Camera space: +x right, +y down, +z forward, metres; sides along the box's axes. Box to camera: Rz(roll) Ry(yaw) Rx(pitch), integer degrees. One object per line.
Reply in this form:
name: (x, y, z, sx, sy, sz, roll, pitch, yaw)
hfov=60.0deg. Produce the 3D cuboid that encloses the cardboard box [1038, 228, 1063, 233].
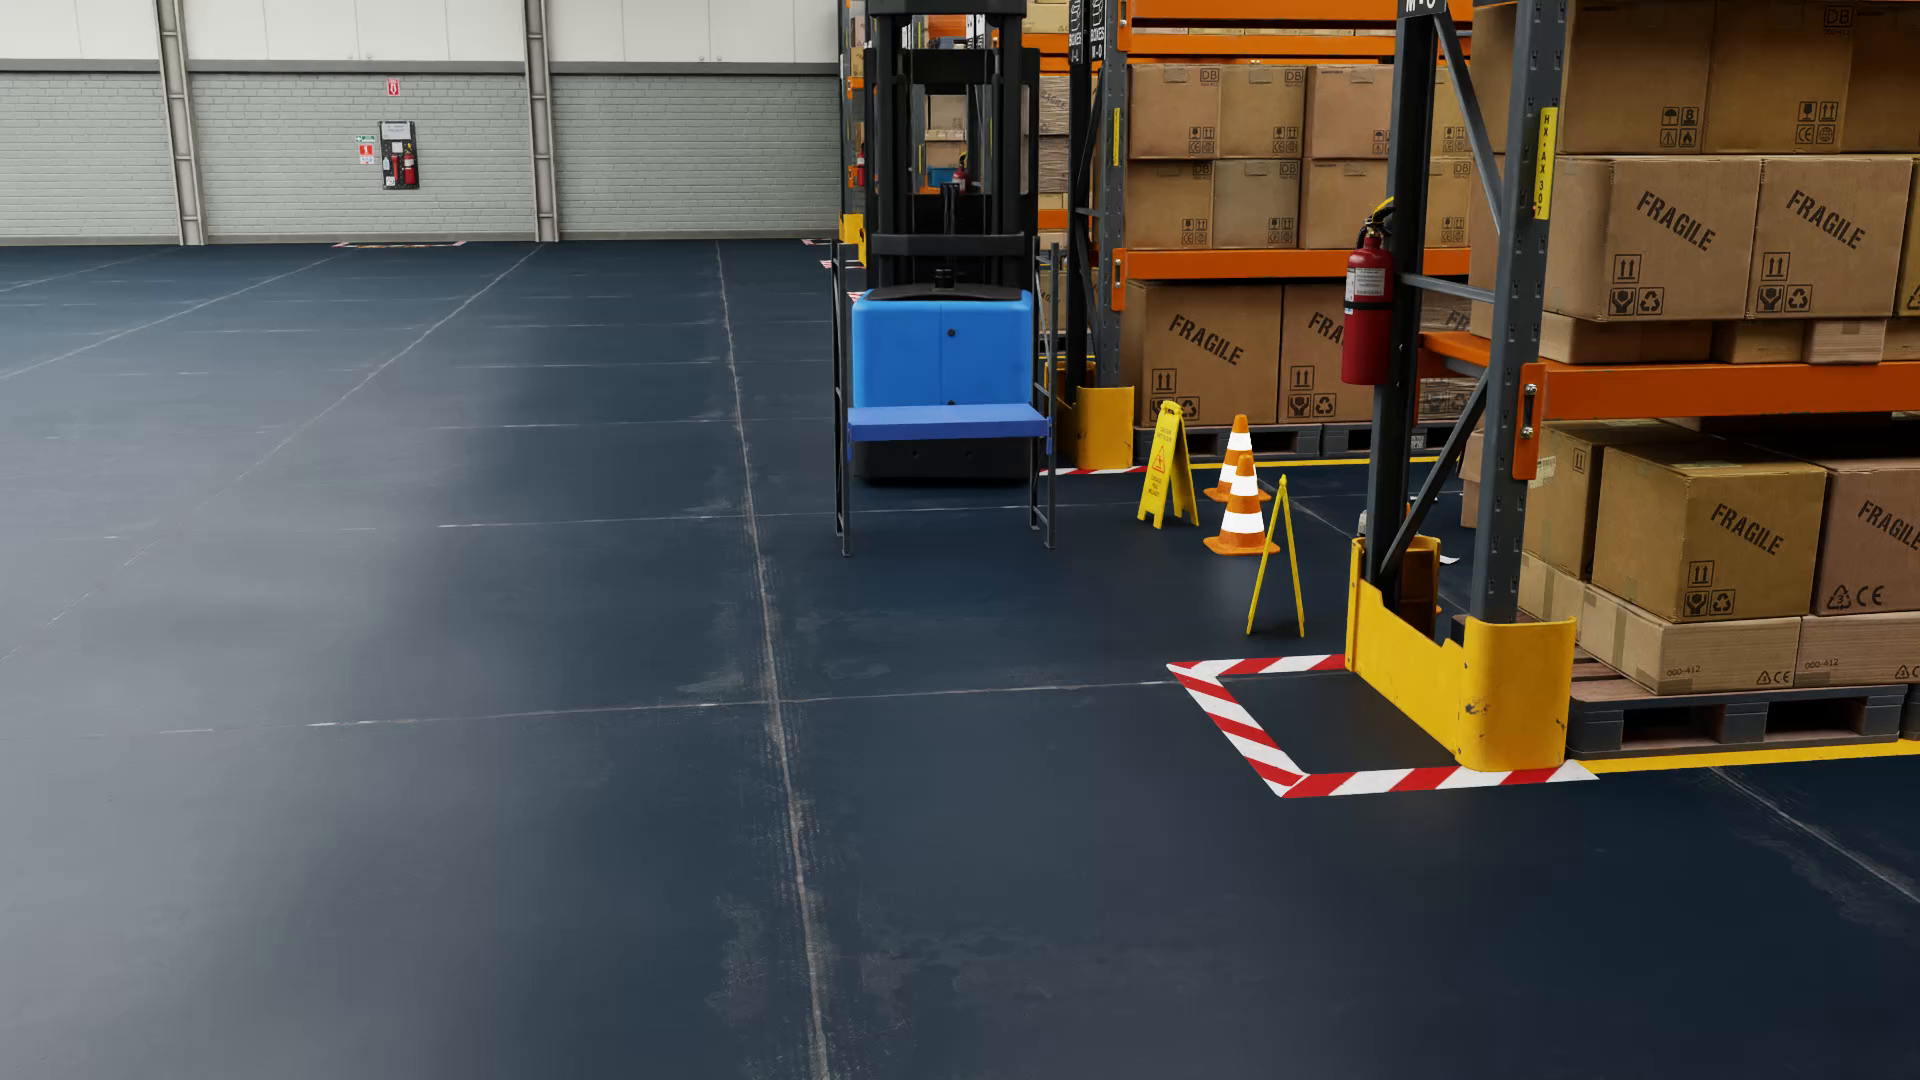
cardboard box: (1.263, -4.882, 24.979, 0.500, 0.500, 0.500, -2, 14, -8)

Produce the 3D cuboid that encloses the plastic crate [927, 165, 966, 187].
plastic crate: (-0.092, -4.433, 20.248, 0.616, 0.251, 0.499, -2, 14, -8)

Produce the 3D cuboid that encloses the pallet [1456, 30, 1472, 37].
pallet: (4.778, -4.729, 15.343, 1.003, 0.211, 1.213, -2, 14, -8)

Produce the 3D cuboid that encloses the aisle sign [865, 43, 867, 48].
aisle sign: (-1.385, -6.936, 24.578, 0.004, 0.787, 0.394, -2, 14, -8)

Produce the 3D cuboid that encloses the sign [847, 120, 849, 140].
sign: (-1.937, -7.088, 28.747, 0.005, 0.325, 0.100, -2, 14, -8)

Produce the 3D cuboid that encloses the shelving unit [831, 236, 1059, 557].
shelving unit: (-0.084, -0.724, 8.237, 1.048, 1.500, 0.538, -2, 14, -8)

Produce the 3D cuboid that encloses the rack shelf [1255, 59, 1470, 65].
rack shelf: (5.391, -5.739, 20.460, 4.000, 0.370, 1.077, -2, 14, -8)

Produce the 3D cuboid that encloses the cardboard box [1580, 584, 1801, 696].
cardboard box: (2.511, 0.327, 5.750, 0.500, 0.250, 0.500, -2, 14, -9)

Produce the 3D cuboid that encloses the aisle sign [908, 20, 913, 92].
aisle sign: (-0.569, -5.603, 19.263, 0.004, 0.787, 0.394, -2, 14, -8)

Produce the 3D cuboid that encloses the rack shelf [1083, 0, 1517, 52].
rack shelf: (2.813, -3.206, 10.360, 4.000, 0.370, 1.077, -2, 14, -8)

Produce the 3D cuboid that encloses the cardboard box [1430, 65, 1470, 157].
cardboard box: (2.817, -2.708, 10.535, 0.500, 0.550, 0.875, -2, 14, -8)

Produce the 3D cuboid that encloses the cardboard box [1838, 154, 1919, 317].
cardboard box: (3.197, -1.022, 5.522, 0.500, 0.500, 0.500, -2, 14, -9)

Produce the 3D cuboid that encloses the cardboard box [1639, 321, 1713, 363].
cardboard box: (2.287, -0.693, 5.546, 0.250, 0.149, 0.380, -2, 14, -7)

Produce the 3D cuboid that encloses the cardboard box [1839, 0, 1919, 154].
cardboard box: (3.136, -1.649, 5.967, 0.500, 0.500, 0.700, -2, 14, -9)

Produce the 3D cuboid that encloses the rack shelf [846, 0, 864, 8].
rack shelf: (-0.040, -9.430, 29.020, 4.000, 0.370, 1.077, -2, 14, -8)

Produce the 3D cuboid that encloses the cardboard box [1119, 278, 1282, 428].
cardboard box: (1.496, -1.241, 10.717, 0.875, 0.875, 0.875, -2, 14, -8)

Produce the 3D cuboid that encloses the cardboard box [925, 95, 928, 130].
cardboard box: (-0.760, -6.300, 24.515, 0.500, 0.500, 0.700, -2, 14, -8)

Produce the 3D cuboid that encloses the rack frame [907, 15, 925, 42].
rack frame: (-0.542, -7.325, 19.141, 0.127, 3.000, 1.000, -2, 14, -8)

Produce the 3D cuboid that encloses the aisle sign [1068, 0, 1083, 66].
aisle sign: (0.720, -3.358, 10.310, 0.004, 0.787, 0.394, -2, 14, -8)

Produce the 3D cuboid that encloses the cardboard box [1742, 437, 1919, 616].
cardboard box: (3.051, -0.058, 5.742, 0.500, 0.500, 0.500, -3, 14, -10)

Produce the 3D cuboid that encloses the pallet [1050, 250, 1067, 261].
pallet: (1.887, -4.381, 25.465, 1.213, 0.211, 1.003, -2, 14, -8)

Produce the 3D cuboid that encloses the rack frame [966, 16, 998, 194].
rack frame: (0.196, -3.224, 15.120, 0.127, 3.000, 1.000, -2, 14, -8)

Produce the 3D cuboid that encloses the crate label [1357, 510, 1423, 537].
crate label: (2.172, -0.076, 8.451, 0.298, 0.136, 0.250, -11, 18, -37)

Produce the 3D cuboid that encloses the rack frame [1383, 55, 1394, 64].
rack frame: (4.151, -3.369, 15.698, 0.127, 3.000, 1.000, -2, 14, -8)

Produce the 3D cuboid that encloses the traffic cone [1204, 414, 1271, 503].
traffic cone: (1.572, -0.474, 9.372, 0.334, 0.463, 0.336, -2, 14, -8)

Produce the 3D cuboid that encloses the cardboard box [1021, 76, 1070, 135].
cardboard box: (0.780, -3.856, 14.768, 0.500, 0.500, 0.500, -2, 14, -8)

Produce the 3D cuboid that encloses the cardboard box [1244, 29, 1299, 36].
cardboard box: (2.718, -4.635, 14.891, 0.500, 0.250, 0.500, -2, 14, -9)

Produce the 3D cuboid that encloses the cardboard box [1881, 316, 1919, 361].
cardboard box: (3.070, -0.699, 5.569, 0.250, 0.149, 0.380, -2, 14, -7)

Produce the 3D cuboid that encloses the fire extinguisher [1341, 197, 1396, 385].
fire extinguisher: (1.491, -0.909, 6.050, 0.183, 0.674, 0.296, -2, 14, -8)

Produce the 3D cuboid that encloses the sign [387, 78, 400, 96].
sign: (-9.860, -7.882, 28.929, 0.199, 0.298, 0.001, -2, 14, -8)

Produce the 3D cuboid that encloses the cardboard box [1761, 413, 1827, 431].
cardboard box: (3.028, -0.518, 6.245, 0.250, 0.149, 0.380, -2, 14, -7)

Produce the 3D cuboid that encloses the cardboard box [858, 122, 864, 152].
cardboard box: (-1.501, -7.044, 29.078, 0.500, 0.500, 0.500, -2, 14, -8)

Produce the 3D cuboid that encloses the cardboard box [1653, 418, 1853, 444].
cardboard box: (2.941, -0.185, 6.252, 0.500, 0.500, 0.500, -2, 14, -6)

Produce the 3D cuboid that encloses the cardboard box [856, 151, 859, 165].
cardboard box: (-1.584, -6.799, 29.642, 0.500, 0.250, 0.500, -2, 14, -7)

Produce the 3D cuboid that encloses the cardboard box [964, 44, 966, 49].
cardboard box: (-0.177, -7.366, 24.627, 0.500, 0.250, 0.500, -2, 14, -8)

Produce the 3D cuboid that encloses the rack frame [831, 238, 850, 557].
rack frame: (-0.587, -0.706, 8.164, 0.032, 1.500, 0.500, -2, 14, -8)

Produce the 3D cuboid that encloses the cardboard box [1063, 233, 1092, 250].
cardboard box: (1.757, -4.537, 25.144, 0.500, 0.250, 0.500, -2, 14, -8)

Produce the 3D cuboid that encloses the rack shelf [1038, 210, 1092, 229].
rack shelf: (2.174, -2.947, 15.497, 4.000, 0.370, 1.077, -2, 14, -8)

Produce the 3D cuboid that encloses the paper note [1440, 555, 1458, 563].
paper note: (2.311, 0.087, 8.022, 0.142, 0.019, 0.148, -8, 16, -28)

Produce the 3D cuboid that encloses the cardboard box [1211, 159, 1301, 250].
cardboard box: (1.736, -2.149, 10.528, 0.550, 0.550, 0.875, -2, 14, -8)

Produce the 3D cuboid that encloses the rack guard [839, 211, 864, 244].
rack guard: (-1.943, -5.589, 29.688, 0.348, 0.500, 1.175, -2, 14, -8)

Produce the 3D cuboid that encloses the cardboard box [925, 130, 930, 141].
cardboard box: (-0.595, -5.943, 24.422, 0.250, 0.149, 0.380, -2, 14, -10)

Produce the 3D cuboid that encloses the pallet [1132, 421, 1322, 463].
pallet: (1.614, -0.722, 10.878, 1.213, 0.211, 1.003, -2, 14, -8)

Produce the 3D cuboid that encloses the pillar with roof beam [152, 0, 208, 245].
pillar with roof beam: (-12.679, -8.471, 23.711, 0.400, 9.000, 9.100, -2, 14, -8)

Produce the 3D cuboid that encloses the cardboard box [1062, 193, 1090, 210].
cardboard box: (1.013, -3.065, 15.003, 0.250, 0.149, 0.380, -2, 14, -8)

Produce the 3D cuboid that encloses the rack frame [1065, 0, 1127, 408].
rack frame: (0.835, -2.027, 10.348, 0.127, 3.000, 1.000, -2, 14, -8)

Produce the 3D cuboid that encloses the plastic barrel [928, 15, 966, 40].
plastic barrel: (-0.080, -6.330, 19.595, 0.708, 0.830, 0.600, -2, 14, -8)

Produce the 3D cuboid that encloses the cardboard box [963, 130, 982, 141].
cardboard box: (0.165, -5.970, 24.532, 0.250, 0.149, 0.380, -3, 14, -10)

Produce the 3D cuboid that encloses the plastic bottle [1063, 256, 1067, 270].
plastic bottle: (1.297, -3.296, 20.112, 0.097, 0.271, 0.097, 0, 14, 0)

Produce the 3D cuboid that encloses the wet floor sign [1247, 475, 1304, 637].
wet floor sign: (1.325, 0.051, 6.900, 0.232, 0.644, 0.267, 3, 14, 11)

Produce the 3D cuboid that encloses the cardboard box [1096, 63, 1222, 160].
cardboard box: (1.208, -2.628, 10.215, 0.550, 0.550, 0.875, -2, 14, -8)

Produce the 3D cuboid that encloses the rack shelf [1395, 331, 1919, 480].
rack shelf: (3.650, -0.564, 5.992, 4.000, 0.370, 1.077, -2, 14, -8)

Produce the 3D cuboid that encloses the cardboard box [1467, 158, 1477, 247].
cardboard box: (3.335, -2.212, 10.777, 0.550, 0.550, 0.875, -2, 14, -8)

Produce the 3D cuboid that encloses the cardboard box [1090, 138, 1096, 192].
cardboard box: (1.221, -3.477, 15.312, 0.500, 0.500, 0.875, -2, 14, -8)

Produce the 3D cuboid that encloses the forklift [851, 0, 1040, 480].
forklift: (-0.041, -2.078, 10.692, 1.130, 2.935, 3.031, 1, 14, 3)

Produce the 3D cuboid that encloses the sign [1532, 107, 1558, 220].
sign: (1.753, -1.129, 4.989, 0.005, 0.325, 0.100, -2, 14, -8)

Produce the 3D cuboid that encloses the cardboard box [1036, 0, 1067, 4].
cardboard box: (0.774, -4.740, 14.488, 0.250, 0.149, 0.380, -2, 14, -7)
